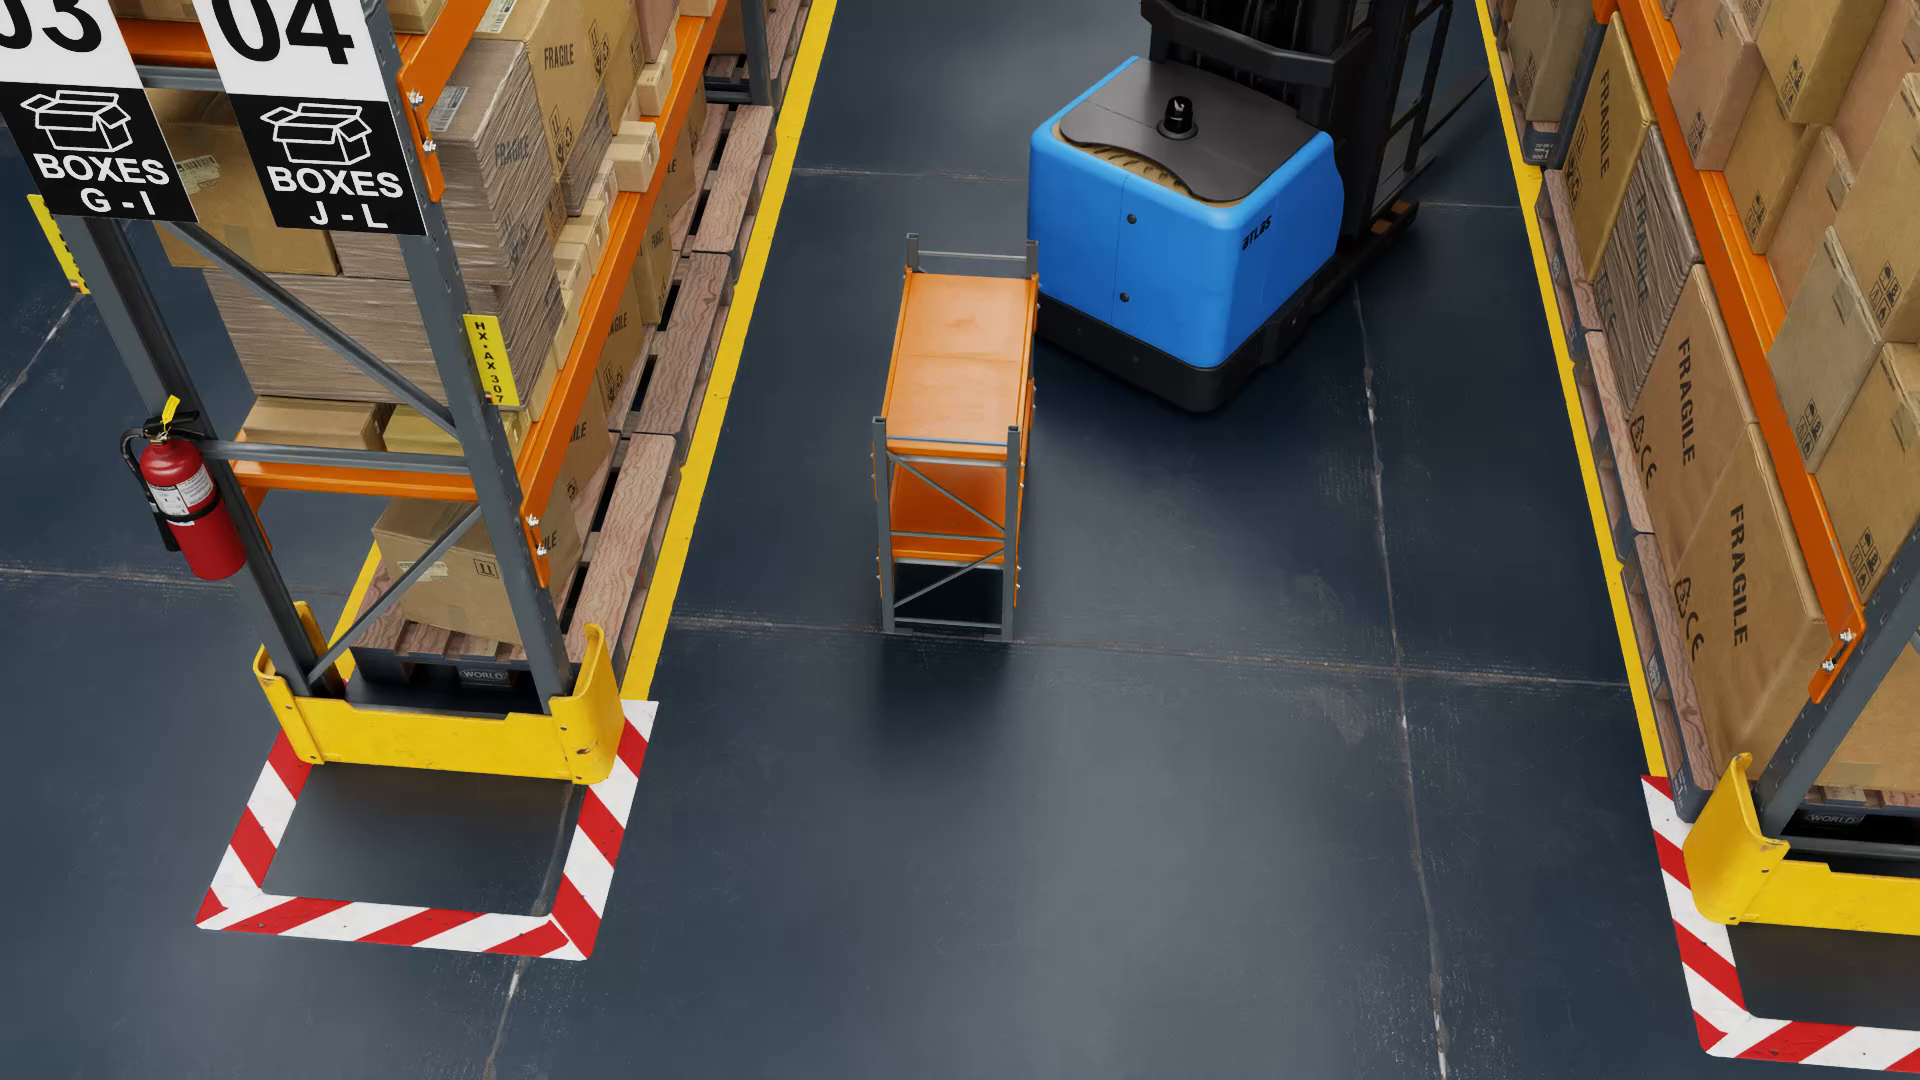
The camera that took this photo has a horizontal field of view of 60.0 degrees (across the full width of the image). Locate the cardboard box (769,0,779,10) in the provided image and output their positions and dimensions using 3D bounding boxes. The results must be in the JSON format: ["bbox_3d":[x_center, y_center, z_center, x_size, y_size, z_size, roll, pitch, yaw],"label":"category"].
[{"bbox_3d":[-1.337,-3.283,9.142,0.700,0.500,0.500,4,48,3],"label":"cardboard box"}]

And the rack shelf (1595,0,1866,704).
[{"bbox_3d":[3.272,-1.059,6.199,1.077,0.370,4.000,4,48,4],"label":"rack shelf"}]

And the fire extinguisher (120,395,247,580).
[{"bbox_3d":[-2.310,-0.161,4.943,0.296,0.674,0.183,4,48,4],"label":"fire extinguisher"}]

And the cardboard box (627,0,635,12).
[{"bbox_3d":[-1.383,-2.200,5.808,0.500,0.500,0.500,4,48,4],"label":"cardboard box"}]

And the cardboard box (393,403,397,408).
[{"bbox_3d":[-1.997,-0.562,5.428,0.380,0.149,0.250,4,48,4],"label":"cardboard box"}]

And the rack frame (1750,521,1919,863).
[{"bbox_3d":[3.089,0.168,4.590,1.000,3.000,0.127,4,48,4],"label":"rack frame"}]

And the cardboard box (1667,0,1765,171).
[{"bbox_3d":[3.238,-1.756,6.247,0.875,0.550,0.550,4,48,4],"label":"cardboard box"}]

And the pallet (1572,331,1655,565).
[{"bbox_3d":[3.198,-0.378,6.978,1.003,0.211,1.213,4,48,4],"label":"pallet"}]

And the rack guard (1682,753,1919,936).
[{"bbox_3d":[3.087,1.029,5.496,1.175,0.500,0.348,4,48,4],"label":"rack guard"}]

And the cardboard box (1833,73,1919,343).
[{"bbox_3d":[3.120,-0.928,4.758,0.875,0.550,0.550,4,48,4],"label":"cardboard box"}]

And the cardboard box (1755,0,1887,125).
[{"bbox_3d":[3.225,-1.728,5.490,0.875,0.550,0.500,4,48,4],"label":"cardboard box"}]

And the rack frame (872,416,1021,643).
[{"bbox_3d":[-0.046,-0.011,6.024,0.500,1.125,0.032,4,48,4],"label":"rack frame"}]

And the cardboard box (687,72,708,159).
[{"bbox_3d":[-1.552,-2.186,8.152,0.500,0.500,0.500,3,48,2],"label":"cardboard box"}]

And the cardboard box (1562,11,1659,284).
[{"bbox_3d":[3.327,-1.739,7.489,0.875,0.875,0.875,5,48,4],"label":"cardboard box"}]

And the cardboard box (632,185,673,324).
[{"bbox_3d":[-1.575,-1.303,7.344,0.500,0.500,0.500,0,48,0],"label":"cardboard box"}]

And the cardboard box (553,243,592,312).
[{"bbox_3d":[-1.496,-0.899,5.735,0.380,0.149,0.250,4,48,4],"label":"cardboard box"}]

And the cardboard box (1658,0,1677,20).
[{"bbox_3d":[3.432,-2.550,6.974,0.875,0.550,0.550,4,48,4],"label":"cardboard box"}]

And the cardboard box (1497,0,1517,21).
[{"bbox_3d":[3.513,-3.325,9.024,1.050,0.750,0.750,4,48,4],"label":"cardboard box"}]

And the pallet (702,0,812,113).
[{"bbox_3d":[-1.407,-2.810,9.203,1.003,0.211,1.213,4,48,4],"label":"pallet"}]

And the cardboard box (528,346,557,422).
[{"bbox_3d":[-1.535,-0.531,5.399,0.380,0.149,0.250,4,48,4],"label":"cardboard box"}]

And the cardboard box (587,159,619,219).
[{"bbox_3d":[-1.470,-1.268,6.073,0.380,0.149,0.250,4,48,4],"label":"cardboard box"}]

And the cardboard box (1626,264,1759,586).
[{"bbox_3d":[3.164,-0.406,6.270,0.875,0.875,0.875,3,48,3],"label":"cardboard box"}]

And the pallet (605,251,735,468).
[{"bbox_3d":[-1.611,-0.843,7.404,1.003,0.211,1.213,4,48,4],"label":"pallet"}]

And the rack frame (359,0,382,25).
[{"bbox_3d":[-1.841,-2.265,2.749,1.000,3.000,0.127,4,48,4],"label":"rack frame"}]

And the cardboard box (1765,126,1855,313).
[{"bbox_3d":[3.283,-0.967,5.526,0.875,0.550,0.550,4,48,4],"label":"cardboard box"}]

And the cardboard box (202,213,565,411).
[{"bbox_3d":[-1.763,-0.776,5.184,0.875,0.500,0.500,4,48,4],"label":"cardboard box"}]

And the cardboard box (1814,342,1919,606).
[{"bbox_3d":[3.078,-0.158,4.786,0.875,0.550,0.550,4,48,4],"label":"cardboard box"}]

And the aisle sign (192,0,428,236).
[{"bbox_3d":[-1.548,-1.052,3.943,0.394,0.787,0.004,4,48,4],"label":"aisle sign"}]

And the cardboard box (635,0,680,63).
[{"bbox_3d":[-1.605,-2.248,6.530,0.875,0.500,0.500,4,48,4],"label":"cardboard box"}]

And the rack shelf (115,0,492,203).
[{"bbox_3d":[-1.658,-2.479,5.465,1.077,0.370,4.000,4,48,4],"label":"rack shelf"}]

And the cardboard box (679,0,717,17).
[{"bbox_3d":[-1.230,-2.363,7.074,0.380,0.149,0.250,4,48,4],"label":"cardboard box"}]

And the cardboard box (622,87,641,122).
[{"bbox_3d":[-1.453,-1.637,6.411,0.380,0.149,0.250,4,48,4],"label":"cardboard box"}]

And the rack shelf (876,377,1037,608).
[{"bbox_3d":[0.001,-0.220,6.546,0.538,0.278,1.000,4,48,4],"label":"rack shelf"}]

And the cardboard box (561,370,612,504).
[{"bbox_3d":[-1.747,-0.437,6.553,0.500,0.500,0.500,15,49,14],"label":"cardboard box"}]

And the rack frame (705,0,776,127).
[{"bbox_3d":[-1.476,-3.179,7.651,1.000,3.000,0.127,4,48,4],"label":"rack frame"}]

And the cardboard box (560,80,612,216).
[{"bbox_3d":[-1.749,-1.516,5.861,0.875,0.500,0.500,4,48,4],"label":"cardboard box"}]

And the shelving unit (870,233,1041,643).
[{"bbox_3d":[0.001,-0.385,6.365,0.538,1.125,1.048,4,48,4],"label":"shelving unit"}]

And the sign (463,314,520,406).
[{"bbox_3d":[-1.300,-0.496,4.610,0.100,0.325,0.005,4,48,4],"label":"sign"}]

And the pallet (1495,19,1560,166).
[{"bbox_3d":[3.449,-2.402,8.830,1.003,0.211,1.213,4,48,4],"label":"pallet"}]

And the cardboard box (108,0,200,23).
[{"bbox_3d":[-2.050,-1.573,4.251,0.500,0.250,0.500,5,48,4],"label":"cardboard box"}]

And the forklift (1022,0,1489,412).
[{"bbox_3d":[1.581,-2.579,7.149,1.130,2.935,3.031,30,54,25],"label":"forklift"}]

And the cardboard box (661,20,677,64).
[{"bbox_3d":[-1.366,-2.001,6.744,0.380,0.149,0.250,4,48,4],"label":"cardboard box"}]

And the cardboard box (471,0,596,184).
[{"bbox_3d":[-1.467,-1.464,5.135,0.500,0.500,0.500,4,48,4],"label":"cardboard box"}]
